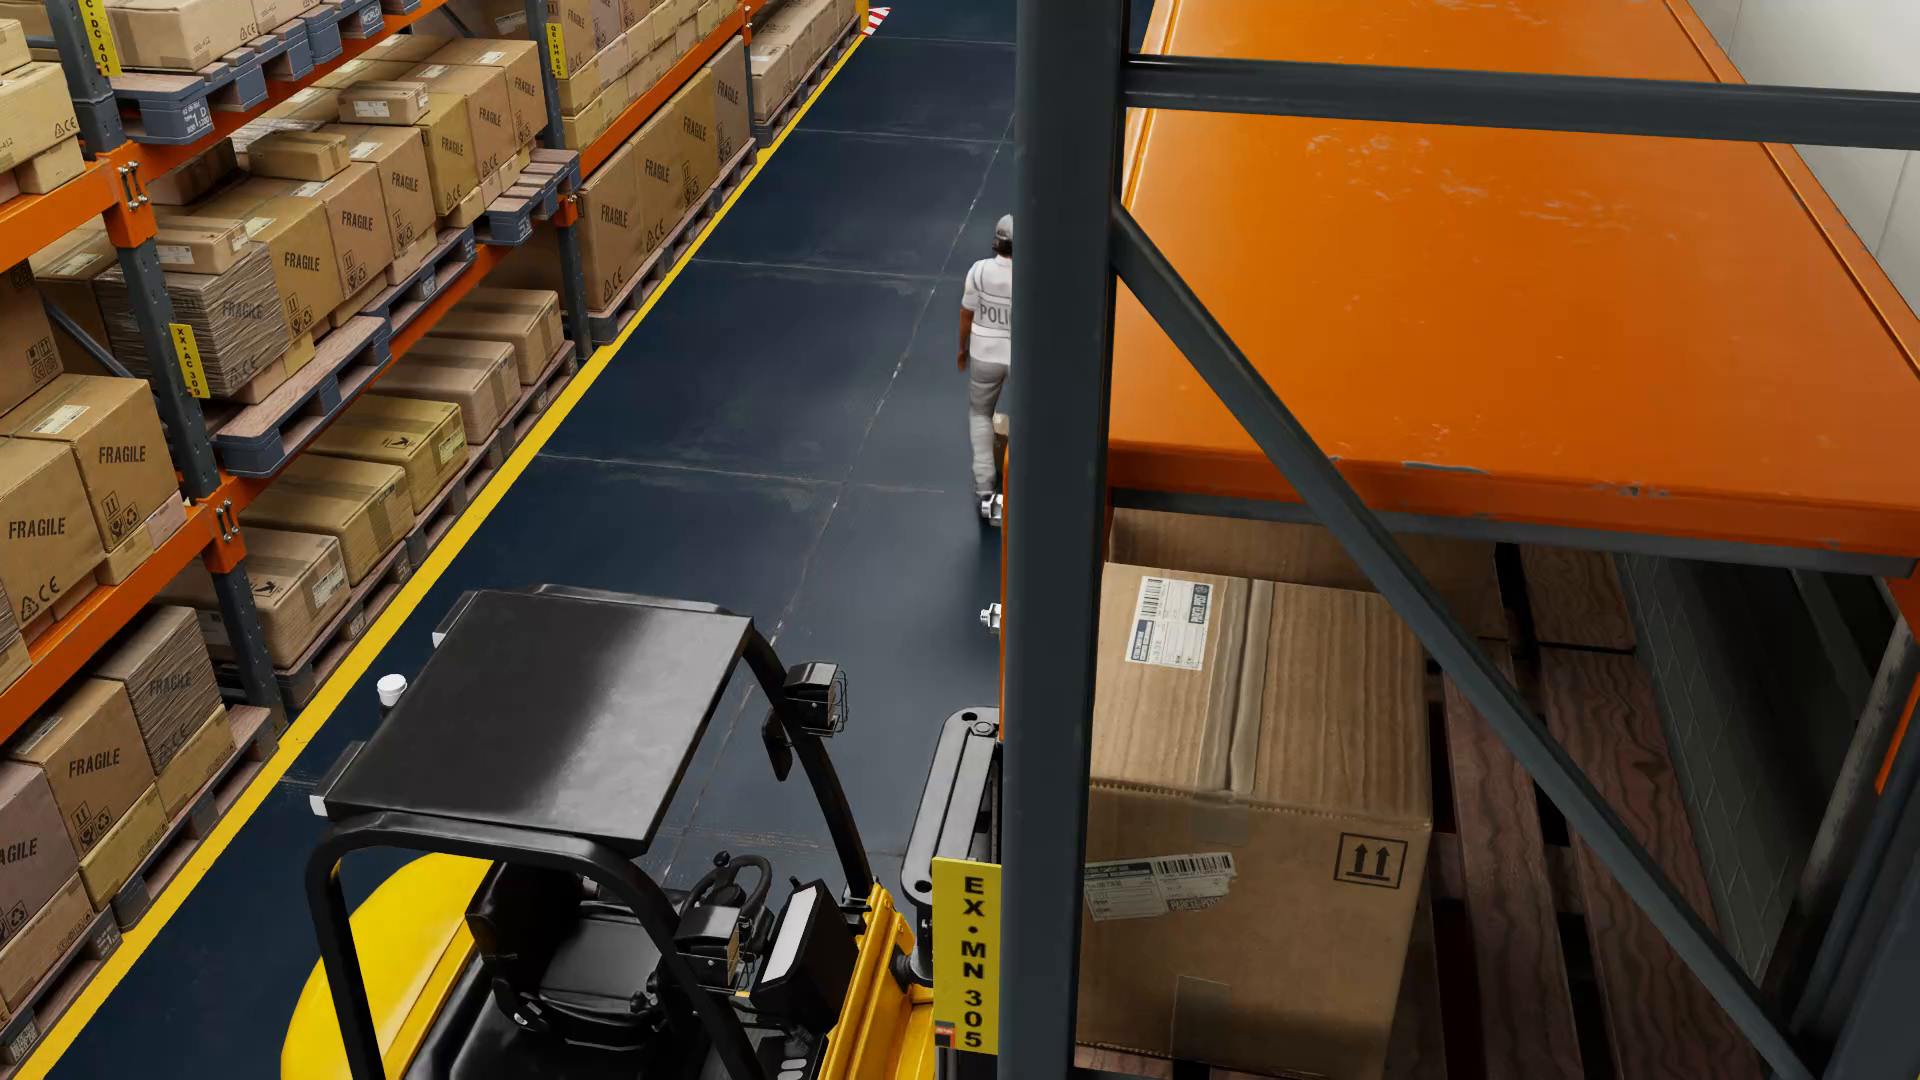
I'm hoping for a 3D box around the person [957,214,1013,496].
[{"bbox_3d":[0.228,-1.017,9.226,0.512,1.630,0.870,3,33,4],"label":"person"}]
